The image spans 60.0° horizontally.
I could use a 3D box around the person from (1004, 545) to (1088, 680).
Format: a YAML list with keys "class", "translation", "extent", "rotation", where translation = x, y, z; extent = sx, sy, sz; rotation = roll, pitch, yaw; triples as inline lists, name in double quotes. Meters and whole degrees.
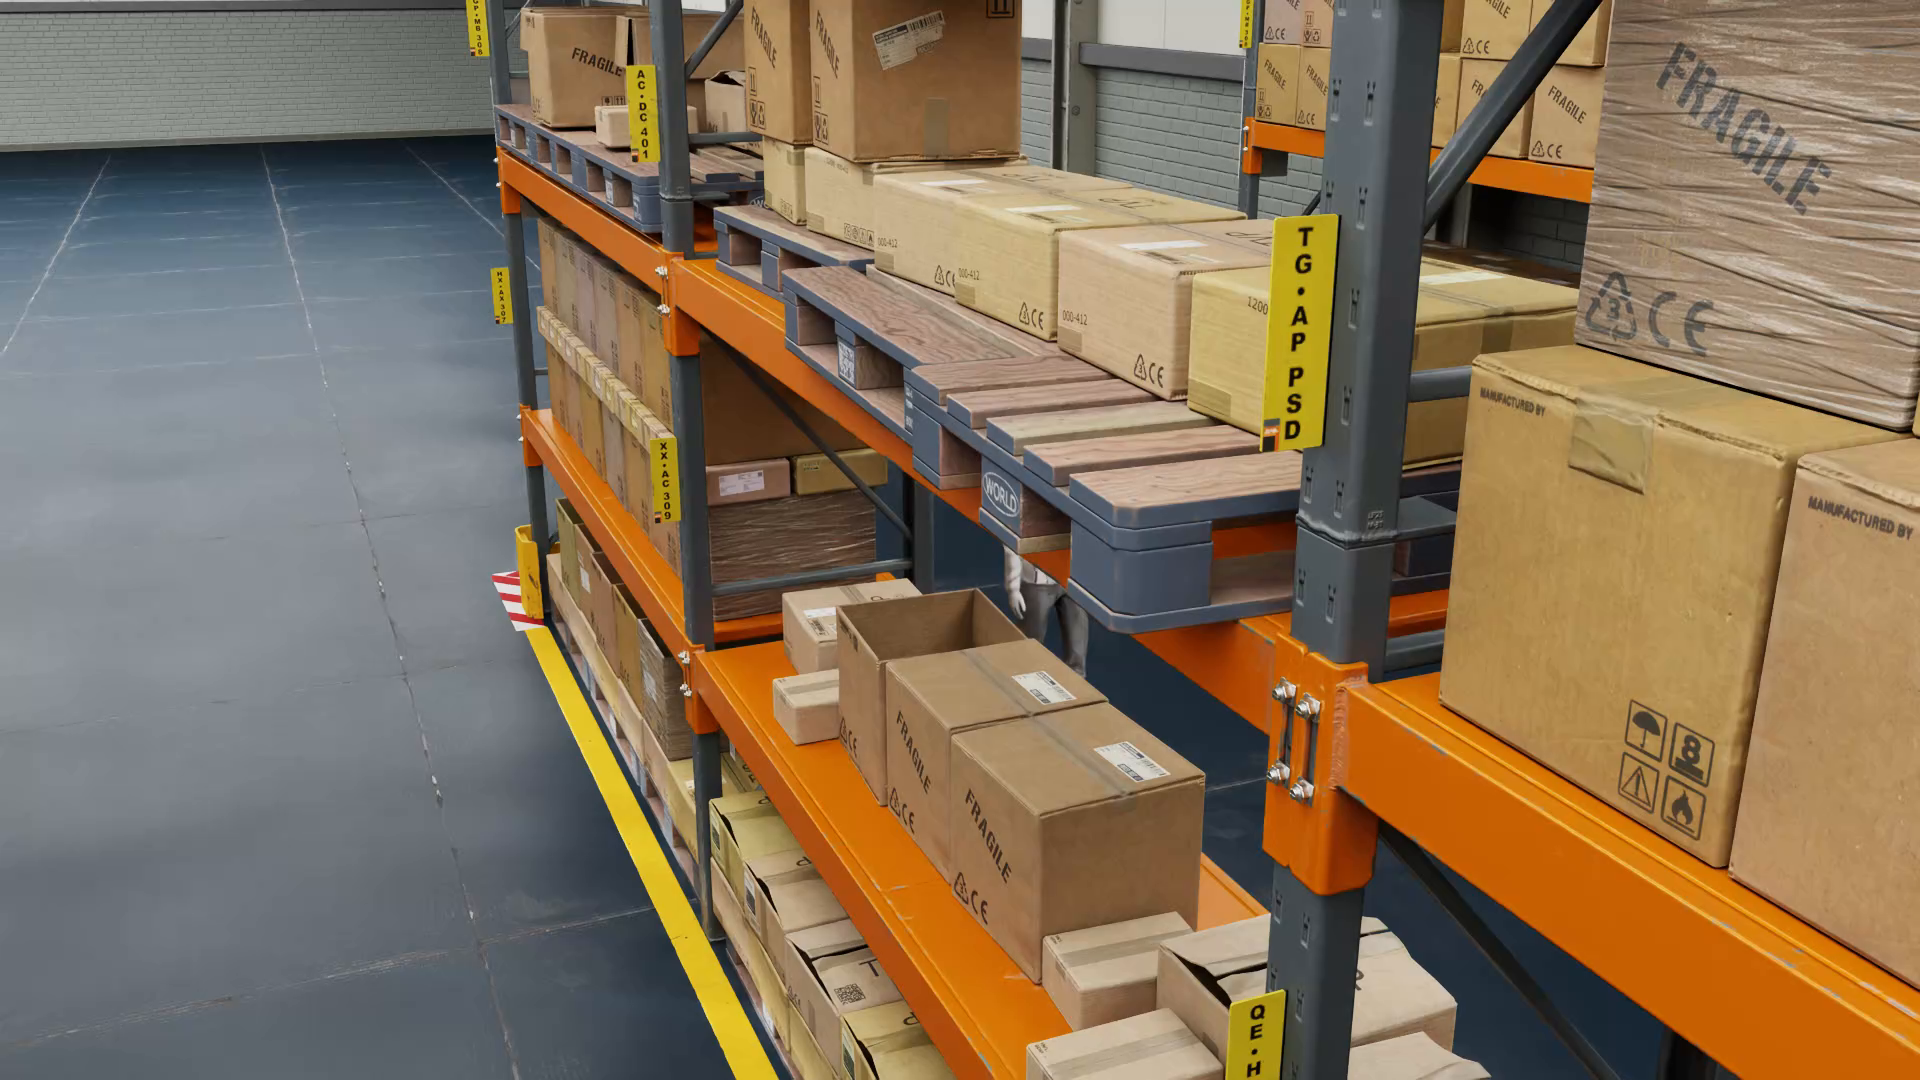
- class: "person"
  translation: [0.468, 0.211, 8.385]
  extent: [0.503, 1.679, 0.672]
  rotation: [-10, 21, -26]
